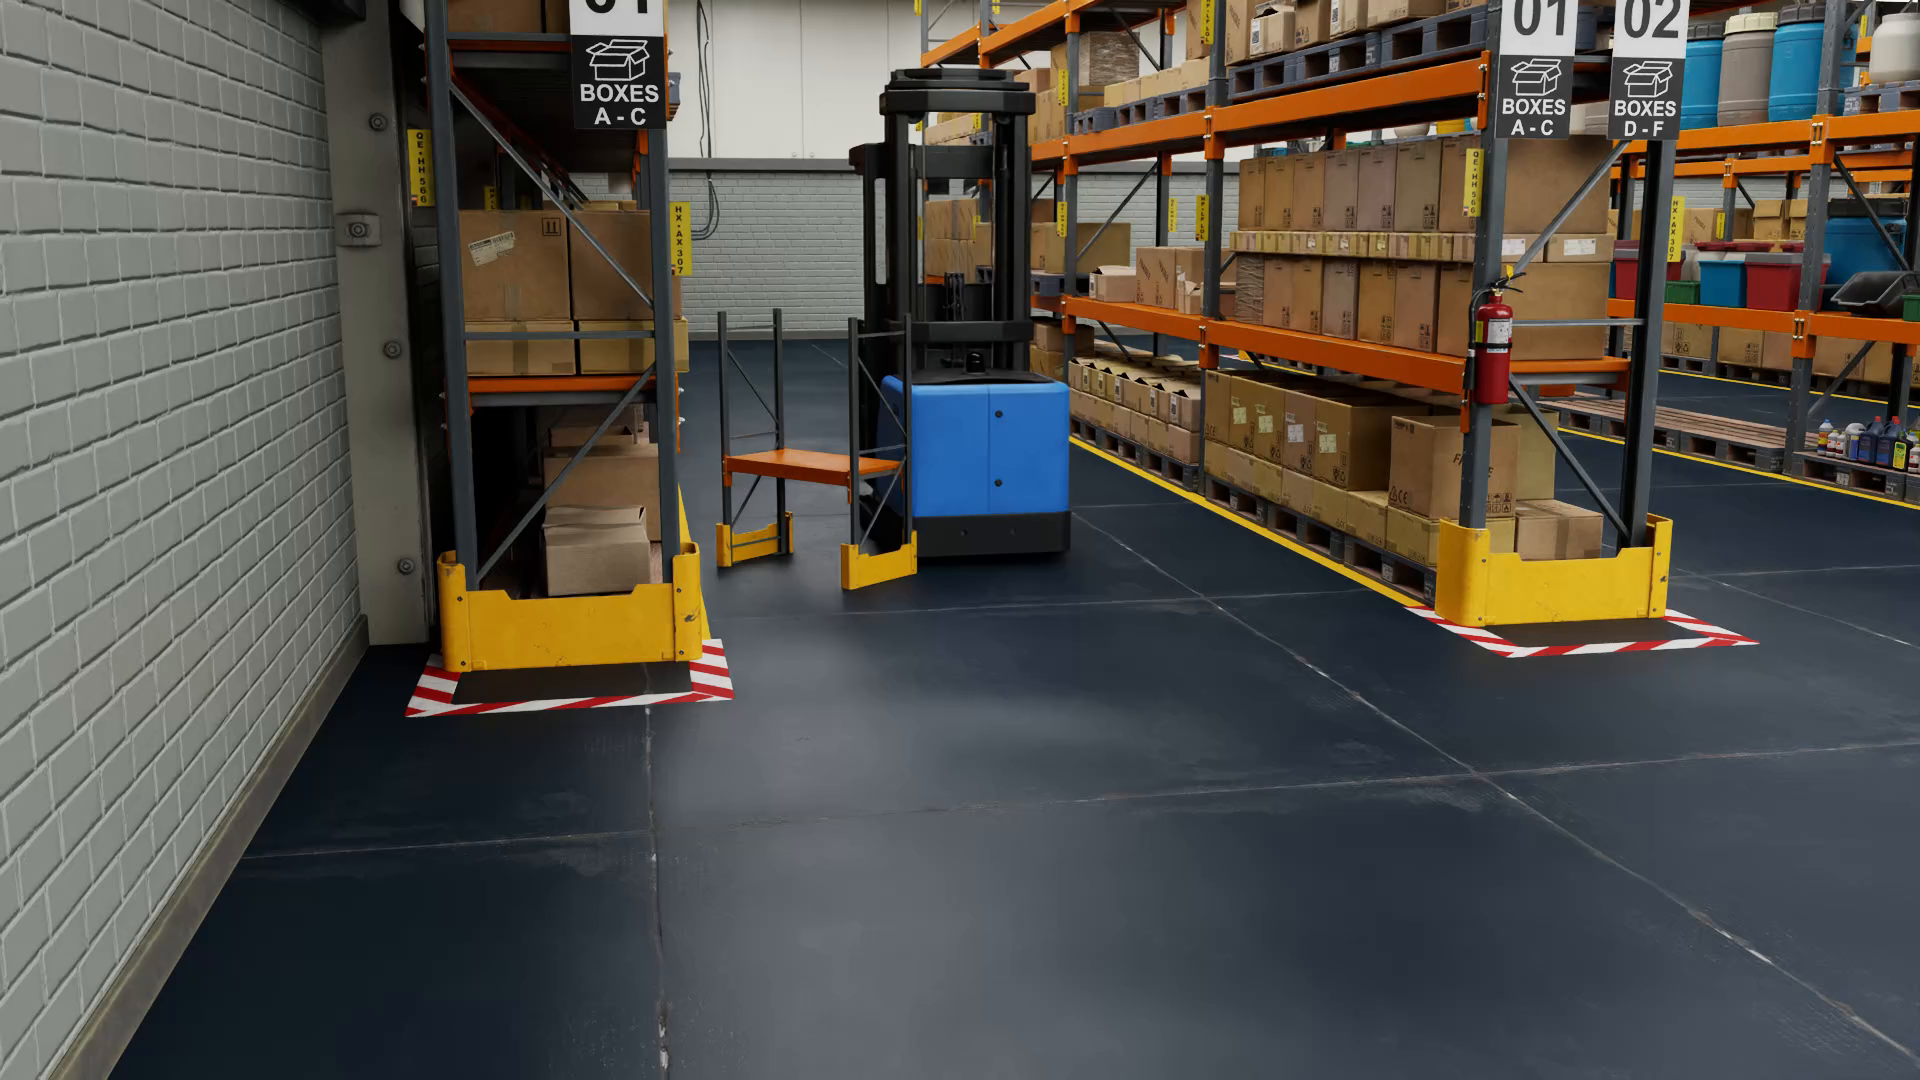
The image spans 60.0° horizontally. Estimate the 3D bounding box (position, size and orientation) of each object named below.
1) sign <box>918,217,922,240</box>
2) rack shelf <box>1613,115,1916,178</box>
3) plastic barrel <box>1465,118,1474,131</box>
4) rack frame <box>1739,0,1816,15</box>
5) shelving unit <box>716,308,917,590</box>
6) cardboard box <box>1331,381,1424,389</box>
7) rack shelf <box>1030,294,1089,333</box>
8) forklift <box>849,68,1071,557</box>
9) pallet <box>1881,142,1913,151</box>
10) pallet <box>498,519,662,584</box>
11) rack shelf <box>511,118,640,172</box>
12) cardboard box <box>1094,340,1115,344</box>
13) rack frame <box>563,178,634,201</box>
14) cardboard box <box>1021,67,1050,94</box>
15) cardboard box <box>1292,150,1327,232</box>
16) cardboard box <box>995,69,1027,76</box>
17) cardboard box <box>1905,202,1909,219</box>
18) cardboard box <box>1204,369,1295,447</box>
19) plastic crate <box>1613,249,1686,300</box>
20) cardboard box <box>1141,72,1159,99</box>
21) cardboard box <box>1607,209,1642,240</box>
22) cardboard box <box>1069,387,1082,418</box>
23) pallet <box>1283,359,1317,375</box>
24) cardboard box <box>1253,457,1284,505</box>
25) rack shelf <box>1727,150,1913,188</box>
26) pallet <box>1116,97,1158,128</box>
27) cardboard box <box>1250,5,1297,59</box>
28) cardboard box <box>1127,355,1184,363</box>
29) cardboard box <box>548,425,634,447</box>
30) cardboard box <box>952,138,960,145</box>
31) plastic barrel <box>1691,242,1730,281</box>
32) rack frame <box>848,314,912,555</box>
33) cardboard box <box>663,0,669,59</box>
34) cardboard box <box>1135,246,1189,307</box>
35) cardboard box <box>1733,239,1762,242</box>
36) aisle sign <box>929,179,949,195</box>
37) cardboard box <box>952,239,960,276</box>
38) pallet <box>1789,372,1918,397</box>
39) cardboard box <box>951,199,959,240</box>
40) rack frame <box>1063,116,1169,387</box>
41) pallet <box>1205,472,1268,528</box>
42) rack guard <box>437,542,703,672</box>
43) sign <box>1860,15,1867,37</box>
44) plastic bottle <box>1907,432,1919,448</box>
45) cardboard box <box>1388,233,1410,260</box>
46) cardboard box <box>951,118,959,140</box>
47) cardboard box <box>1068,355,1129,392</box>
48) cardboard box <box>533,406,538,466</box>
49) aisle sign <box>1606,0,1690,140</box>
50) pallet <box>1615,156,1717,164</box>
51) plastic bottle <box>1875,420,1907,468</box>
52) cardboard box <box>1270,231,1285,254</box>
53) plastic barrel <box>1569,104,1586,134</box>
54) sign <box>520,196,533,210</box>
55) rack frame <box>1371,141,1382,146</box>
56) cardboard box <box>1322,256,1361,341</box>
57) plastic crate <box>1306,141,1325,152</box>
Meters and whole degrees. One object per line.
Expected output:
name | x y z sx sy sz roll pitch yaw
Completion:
sign | -0.578 -4.431 23.638 0.100 0.325 0.005 -2 11 -11
rack shelf | 6.759 -3.491 14.916 1.077 0.370 4.000 -2 11 -11
plastic barrel | 6.074 -5.090 18.929 0.600 0.901 0.708 -2 11 -11
rack frame | 10.450 -6.598 21.297 1.000 3.000 0.127 -2 11 -11
shelving unit | -0.848 -0.565 9.656 1.083 1.500 0.587 8 14 37
cardboard box | 2.780 -0.788 11.037 0.500 0.500 0.500 -2 11 -11
rack shelf | 1.122 -2.571 18.109 1.077 0.370 4.000 -2 11 -11
forklift | -0.131 -1.560 11.053 1.130 2.935 3.031 -2 11 -11
pallet | 11.051 -4.415 18.351 1.213 0.211 1.003 -2 11 -8
pallet | -2.164 0.072 9.752 1.003 0.211 1.213 -2 11 -11
rack shelf | -2.959 -3.131 13.024 1.077 0.370 4.000 -2 11 -11
cardboard box | 1.396 -1.924 18.289 0.500 0.500 0.500 -3 11 -13
rack frame | -4.904 -3.845 22.873 1.000 3.000 0.127 -2 11 -11
cardboard box | 1.020 -4.730 17.846 0.600 0.600 0.600 -3 11 -13
cardboard box | 2.577 -2.245 10.733 0.700 0.500 0.500 -2 11 -11
cardboard box | 0.601 -5.393 20.046 0.700 0.500 0.500 -2 11 -11
cardboard box | 11.102 -3.594 18.608 0.797 0.503 0.637 -2 11 -9
cardboard box | 2.072 -0.952 11.901 0.500 0.500 0.500 -2 11 -11
plastic crate | 6.384 -2.461 15.435 0.402 0.464 0.583 -2 11 -11
cardboard box | 1.874 -3.882 14.327 0.500 0.250 0.500 -2 11 -12
cardboard box | 9.705 -4.541 24.134 0.500 0.500 0.500 -2 11 -13
cardboard box | 1.324 -1.307 15.771 0.500 0.250 0.500 -2 11 -11
pallet | 5.170 -2.459 23.051 1.003 0.211 1.213 -2 11 -11
cardboard box | 2.266 -0.400 11.007 0.500 0.250 0.500 -2 11 -11
rack shelf | 10.839 -4.405 19.717 1.077 0.370 4.000 -2 11 -11
pallet | 1.951 -3.613 14.137 1.003 0.211 1.213 -2 11 -8
cardboard box | 2.233 -3.328 10.879 0.500 0.311 0.500 -3 11 -14
cardboard box | 1.854 -1.602 15.822 0.500 0.311 0.500 -2 11 -10
cardboard box | -2.329 -0.443 10.510 0.500 0.500 0.500 -3 11 -15
cardboard box | 0.185 -4.955 21.084 0.500 0.250 0.500 -2 11 -11
plastic barrel | 6.950 -2.468 15.277 0.433 0.535 0.433 0 11 0
rack frame | -0.442 -0.506 9.341 0.032 1.500 0.500 8 14 37
cardboard box | -1.681 -2.613 8.058 0.500 0.500 0.500 -1 11 -7
cardboard box | 1.853 -2.300 14.491 0.500 0.500 0.500 -3 11 -14
cardboard box | 10.295 -3.607 21.357 0.500 0.500 0.500 -2 11 -11
aisle sign | -0.347 -5.304 23.590 0.394 0.787 0.004 -2 11 -11
cardboard box | 0.180 -3.612 21.383 0.500 0.500 0.500 -2 11 -10
pallet | 10.915 -1.918 20.211 1.003 0.211 1.213 -2 11 -11
cardboard box | 0.180 -4.102 21.282 0.500 0.500 0.500 -2 11 -11
rack frame | 1.511 -2.558 16.114 1.000 3.000 0.127 -2 11 -11
pallet | 2.402 -0.307 11.746 1.003 0.211 1.213 -2 11 -11
rack guard | -1.807 0.304 7.762 1.175 0.500 0.348 -2 11 -11
sign | 14.025 -7.972 25.803 0.100 0.325 0.005 -2 11 -11
plastic bottle | 7.000 -0.656 12.243 0.097 0.271 0.097 0 11 0
cardboard box | 2.656 -1.663 9.408 0.380 0.149 0.250 -2 11 -10
cardboard box | 0.183 -5.200 21.037 0.500 0.250 0.500 -2 11 -11
cardboard box | 1.324 -1.582 15.719 0.500 0.311 0.500 -2 11 -9
cardboard box | -2.879 -0.859 12.697 0.700 0.500 0.500 -2 11 -12
aisle sign | 3.380 -2.367 8.157 0.394 0.787 0.004 -2 11 -11
pallet | 10.068 -5.455 23.549 1.003 0.211 1.213 -2 11 -11
plastic bottle | 6.935 -0.721 12.370 0.144 0.351 0.185 -3 11 -13
cardboard box | 2.304 -1.995 11.151 0.380 0.149 0.250 -2 11 -12
plastic barrel | 6.130 -4.198 16.408 0.421 0.512 0.421 0 11 0
sign | -3.892 -2.925 14.947 0.100 0.325 0.005 -2 11 -11
rack frame | 5.592 -3.471 20.911 1.000 3.000 0.127 -2 11 -11
cardboard box | 2.684 -1.510 10.339 0.700 0.500 0.500 -2 11 -9
plastic crate | 4.942 -5.202 22.302 0.437 0.282 0.530 -2 11 -11
